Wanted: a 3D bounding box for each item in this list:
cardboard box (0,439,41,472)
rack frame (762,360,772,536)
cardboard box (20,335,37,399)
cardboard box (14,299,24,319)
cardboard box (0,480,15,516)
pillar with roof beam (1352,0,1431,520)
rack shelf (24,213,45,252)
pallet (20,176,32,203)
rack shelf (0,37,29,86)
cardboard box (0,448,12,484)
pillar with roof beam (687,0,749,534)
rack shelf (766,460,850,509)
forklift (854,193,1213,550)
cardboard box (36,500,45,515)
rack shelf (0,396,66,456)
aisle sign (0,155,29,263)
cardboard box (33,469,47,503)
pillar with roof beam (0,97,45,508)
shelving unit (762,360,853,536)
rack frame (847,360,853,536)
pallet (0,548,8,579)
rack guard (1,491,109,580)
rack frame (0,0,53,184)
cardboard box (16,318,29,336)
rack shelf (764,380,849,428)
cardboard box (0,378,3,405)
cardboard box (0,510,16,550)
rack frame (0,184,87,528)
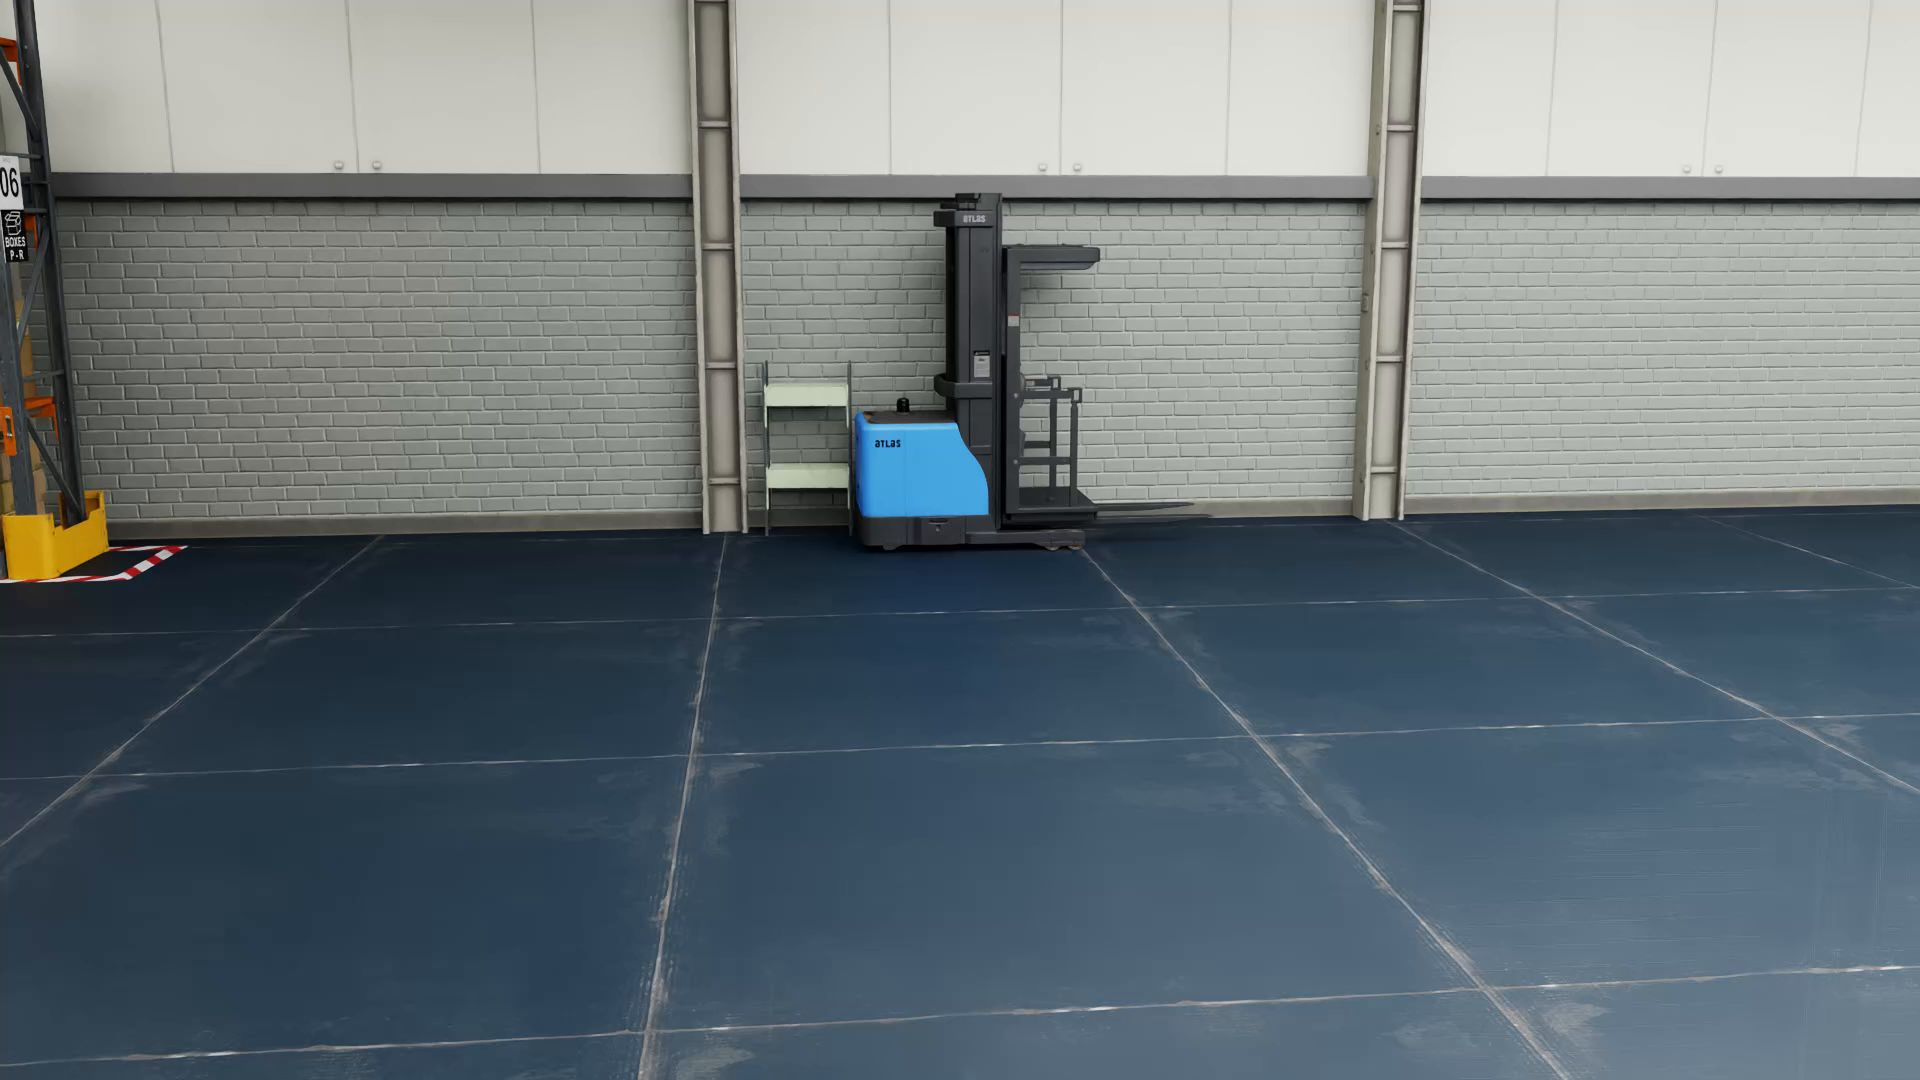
[{"bbox_3d":[-7.758,-0.651,13.351,0.500,0.250,0.500,-1,11,-7],"label":"cardboard box"},{"bbox_3d":[-1.696,-0.808,14.590,0.023,1.500,0.400,0,11,-2],"label":"rack frame"},{"bbox_3d":[-7.782,-1.369,13.298,0.500,0.500,0.500,-1,11,-4],"label":"cardboard box"},{"bbox_3d":[-7.617,-1.825,13.161,0.250,0.149,0.380,-1,11,-7],"label":"cardboard box"},{"bbox_3d":[-7.710,-0.309,12.909,0.500,0.250,0.500,-1,11,-7],"label":"cardboard box"},{"bbox_3d":[4.345,-3.804,10.388,0.400,9.000,9.100,-1,11,-6],"label":"pillar with roof beam"},{"bbox_3d":[-9.248,-2.355,12.658,4.000,0.370,1.077,-1,11,-6],"label":"rack shelf"},{"bbox_3d":[-7.965,-2.696,12.759,1.213,0.211,1.003,-1,11,-6],"label":"pallet"},{"bbox_3d":[-9.248,-3.630,12.407,4.000,0.370,1.077,-1,11,-6],"label":"rack shelf"},{"bbox_3d":[-7.684,-0.555,12.865,0.500,0.250,0.500,-1,11,-4],"label":"cardboard box"},{"bbox_3d":[-1.619,-3.679,9.753,0.400,9.000,9.100,-1,11,-6],"label":"pillar with roof beam"},{"bbox_3d":[-1.331,-0.491,14.666,0.720,0.370,0.431,0,11,-2],"label":"rack shelf"},{"bbox_3d":[0.626,-1.453,14.158,3.031,2.935,1.130,-1,11,-7],"label":"forklift"},{"bbox_3d":[-7.769,-0.162,13.453,0.500,0.250,0.500,-1,11,-6],"label":"cardboard box"},{"bbox_3d":[-9.248,-0.883,12.947,4.000,0.370,1.077,-1,11,-6],"label":"rack shelf"},{"bbox_3d":[-7.163,-2.498,12.559,0.004,0.787,0.394,-1,11,-6],"label":"aisle sign"},{"bbox_3d":[-7.750,-0.410,13.419,0.500,0.250,0.500,-1,11,-5],"label":"cardboard box"},{"bbox_3d":[-7.584,-3.554,9.117,0.400,9.000,9.100,-1,11,-6],"label":"pillar with roof beam"},{"bbox_3d":[-1.331,-0.811,14.603,0.755,1.500,0.431,0,11,-2],"label":"shelving unit"},{"bbox_3d":[-0.965,-0.813,14.616,0.023,1.500,0.400,0,11,-2],"label":"rack frame"},{"bbox_3d":[-8.015,0.115,13.237,1.213,0.211,1.003,-1,11,-6],"label":"pallet"},{"bbox_3d":[-7.236,-0.051,13.333,0.348,0.500,1.175,-1,11,-6],"label":"rack guard"},{"bbox_3d":[-7.260,-4.221,12.511,0.127,3.000,1.000,-1,11,-6],"label":"rack frame"},{"bbox_3d":[-7.625,-1.687,13.234,0.250,0.149,0.380,-1,11,-8],"label":"cardboard box"},{"bbox_3d":[-1.331,-1.193,14.528,0.720,0.370,0.431,0,11,-2],"label":"rack shelf"},{"bbox_3d":[-7.721,-1.266,12.771,0.500,0.500,0.500,-1,11,-7],"label":"cardboard box"},{"bbox_3d":[-7.693,-0.064,12.956,0.500,0.250,0.500,-1,11,-6],"label":"cardboard box"},{"bbox_3d":[-7.260,-1.277,13.089,0.127,3.000,1.000,-1,11,-6],"label":"rack frame"}]
